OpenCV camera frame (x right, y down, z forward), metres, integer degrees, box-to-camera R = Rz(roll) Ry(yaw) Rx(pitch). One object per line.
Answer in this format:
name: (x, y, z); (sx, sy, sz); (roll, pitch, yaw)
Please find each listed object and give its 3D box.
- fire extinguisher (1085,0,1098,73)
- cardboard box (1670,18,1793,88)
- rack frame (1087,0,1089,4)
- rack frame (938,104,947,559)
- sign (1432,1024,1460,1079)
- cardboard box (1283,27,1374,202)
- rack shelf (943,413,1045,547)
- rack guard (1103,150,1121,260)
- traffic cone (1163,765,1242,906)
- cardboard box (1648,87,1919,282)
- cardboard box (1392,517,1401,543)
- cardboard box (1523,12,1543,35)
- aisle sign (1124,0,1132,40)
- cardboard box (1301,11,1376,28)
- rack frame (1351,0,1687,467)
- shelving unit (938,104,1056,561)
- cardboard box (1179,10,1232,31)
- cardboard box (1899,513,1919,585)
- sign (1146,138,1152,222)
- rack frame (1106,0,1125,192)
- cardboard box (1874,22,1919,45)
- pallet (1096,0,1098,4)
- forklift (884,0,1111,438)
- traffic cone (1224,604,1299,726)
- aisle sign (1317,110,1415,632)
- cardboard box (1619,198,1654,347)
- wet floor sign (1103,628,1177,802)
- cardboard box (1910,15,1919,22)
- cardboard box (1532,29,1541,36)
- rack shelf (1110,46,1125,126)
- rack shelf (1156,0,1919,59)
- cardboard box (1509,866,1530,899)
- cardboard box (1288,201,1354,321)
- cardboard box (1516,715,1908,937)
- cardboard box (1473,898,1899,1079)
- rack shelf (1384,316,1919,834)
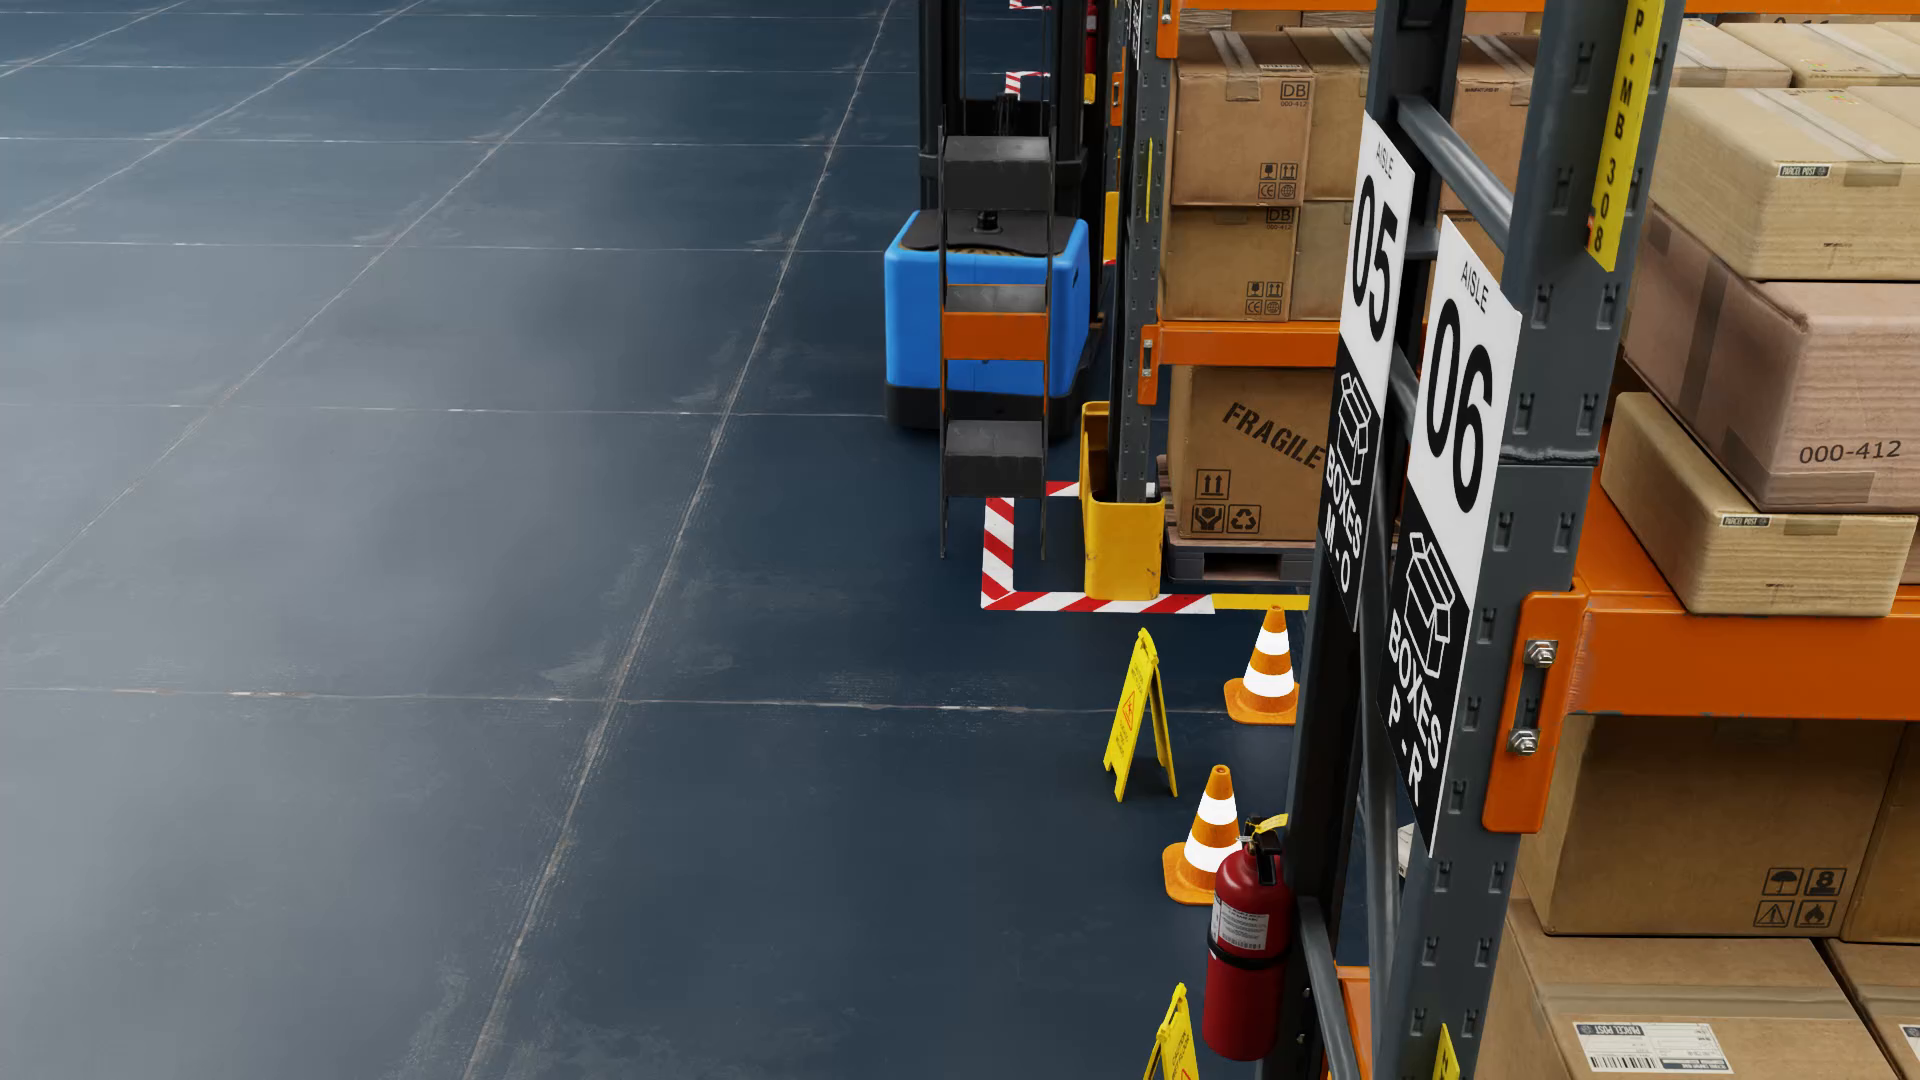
fire extinguisher: (0.979, -3.821, 12.337); (0.183, 0.674, 0.296); (1, 28, 2)
cardboard box: (1.075, -0.698, 2.578); (0.250, 0.149, 0.380); (1, 28, 2)
rack frame: (1.252, -5.956, 16.282); (0.127, 3.000, 1.000); (1, 28, 2)
rack frame: (-0.078, -0.929, 7.761); (0.015, 2.100, 0.400); (1, 28, 2)
sign: (0.708, 0.873, 2.477); (0.005, 0.325, 0.100); (1, 28, 2)
cardboard box: (1.723, -1.871, 7.263); (0.550, 0.550, 0.875); (1, 28, 2)
rack shelf: (0.165, -0.294, 8.087); (0.480, 0.518, 0.431); (1, 28, 2)
rack guard: (1.153, -2.532, 12.492); (0.348, 0.500, 1.175); (1, 28, 2)
traffic cone: (0.902, 1.000, 5.869); (0.334, 0.463, 0.336); (1, 28, 2)
cardboard box: (1.075, -0.464, 2.137); (0.250, 0.149, 0.380); (1, 28, 1)
cardboard box: (2.360, -0.570, 7.943); (0.875, 0.875, 0.875); (1, 28, 1)
cardboard box: (4.128, -3.808, 11.806); (0.500, 0.500, 0.875); (1, 28, 2)
aisle sign: (0.740, -2.607, 7.191); (0.004, 0.787, 0.394); (1, 28, 2)
cardboard box: (2.628, -3.810, 11.811); (0.500, 0.500, 0.875); (1, 28, 2)
rack frame: (0.727, -1.649, 1.753); (0.127, 3.000, 1.000); (1, 28, 2)
shelving unit: (0.165, -0.925, 7.753); (0.503, 2.100, 0.431); (1, 28, 2)
cardboard box: (1.625, -3.791, 11.774); (0.500, 0.500, 0.875); (1, 28, 2)
cardboard box: (1.313, -0.093, 2.288); (0.250, 0.149, 0.380); (0, 28, 0)
sign: (0.775, -1.475, 6.821); (0.005, 0.325, 0.100); (1, 28, 2)
rack frame: (1.077, -3.637, 11.909); (0.127, 3.000, 1.000); (1, 28, 2)
cardboard box: (1.587, -0.680, 2.544); (0.250, 0.149, 0.380); (1, 28, 1)
pallet: (2.196, -7.049, 21.322); (1.213, 0.211, 1.003); (1, 28, 2)
forklift: (0.350, -2.526, 9.886); (1.130, 2.935, 3.031); (5, 28, 9)
traffic cone: (1.281, 0.477, 6.856); (0.334, 0.463, 0.336); (1, 28, 2)
aisle sign: (0.675, -0.284, 2.808); (0.004, 0.787, 0.394); (1, 28, 2)
cardboard box: (1.248, -0.507, 2.643); (0.500, 0.250, 0.500); (1, 28, 1)
wet floor sign: (0.702, 0.649, 6.336); (0.232, 0.644, 0.267); (-4, 28, -7)
cardboard box: (6.810, -3.817, 11.689); (0.637, 0.503, 0.797); (4, 28, 7)
cardboard box: (2.812, -1.850, 7.224); (0.500, 0.550, 0.875); (1, 28, 2)
rack shelf: (3.076, -3.286, 12.015); (4.000, 0.370, 1.077); (1, 28, 2)
rack shelf: (2.799, -2.292, 6.936); (4.000, 0.370, 1.077); (1, 28, 2)
cardboard box: (1.279, 0.706, 3.292); (0.500, 0.500, 0.500); (0, 28, 1)
cardboard box: (1.724, -1.400, 7.528); (0.550, 0.550, 0.875); (1, 28, 2)
cardboard box: (1.245, 0.290, 3.008); (0.500, 0.500, 0.700); (0, 28, 1)
cardboard box: (1.191, 0.963, 2.806); (0.500, 0.500, 0.500); (1, 28, 1)
rack shelf: (2.726, 0.027, 2.562); (4.000, 0.370, 1.077); (1, 28, 2)
